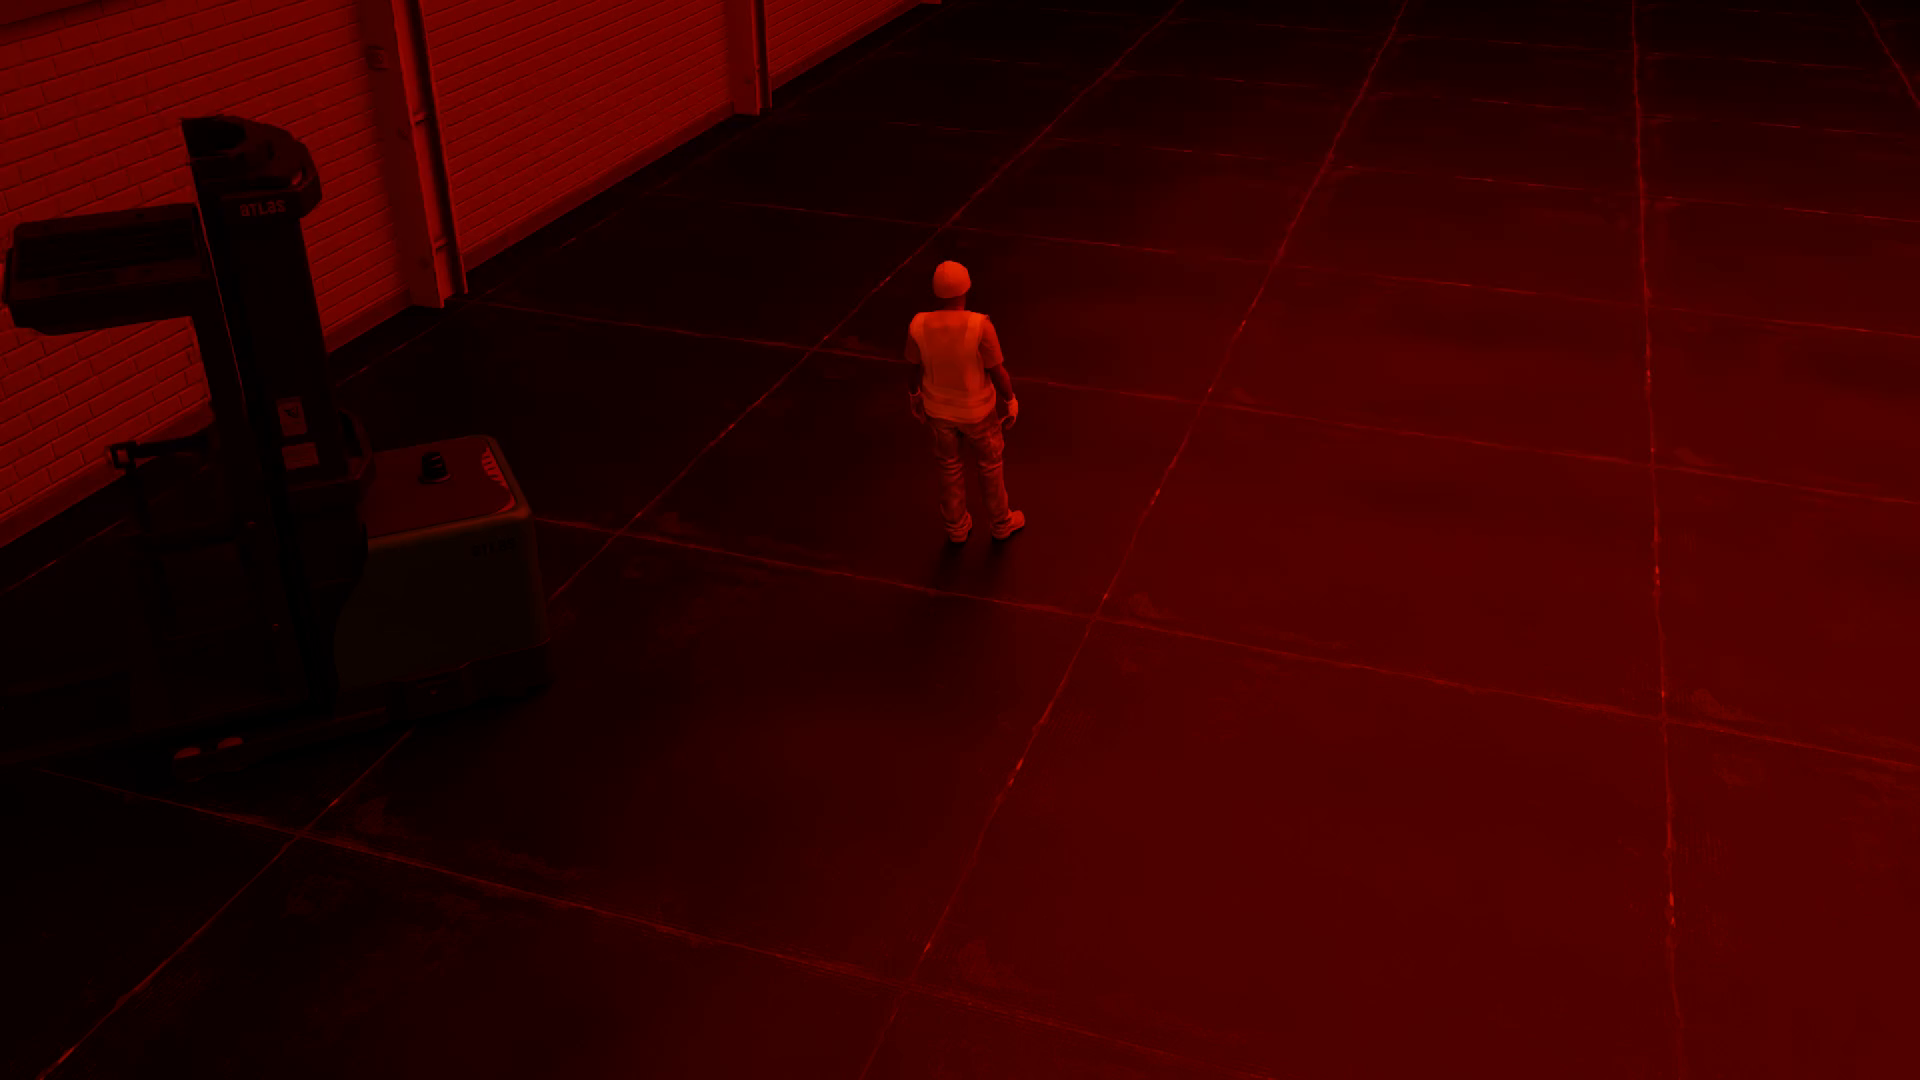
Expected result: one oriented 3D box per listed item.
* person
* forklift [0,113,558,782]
[{"bbox_3d":[0.032,-0.814,9.708,0.657,1.785,0.575,10,31,16],"label":"person"},{"bbox_3d":[-3.671,-0.401,7.840,3.031,2.935,1.130,-13,32,-21],"label":"forklift"}]
